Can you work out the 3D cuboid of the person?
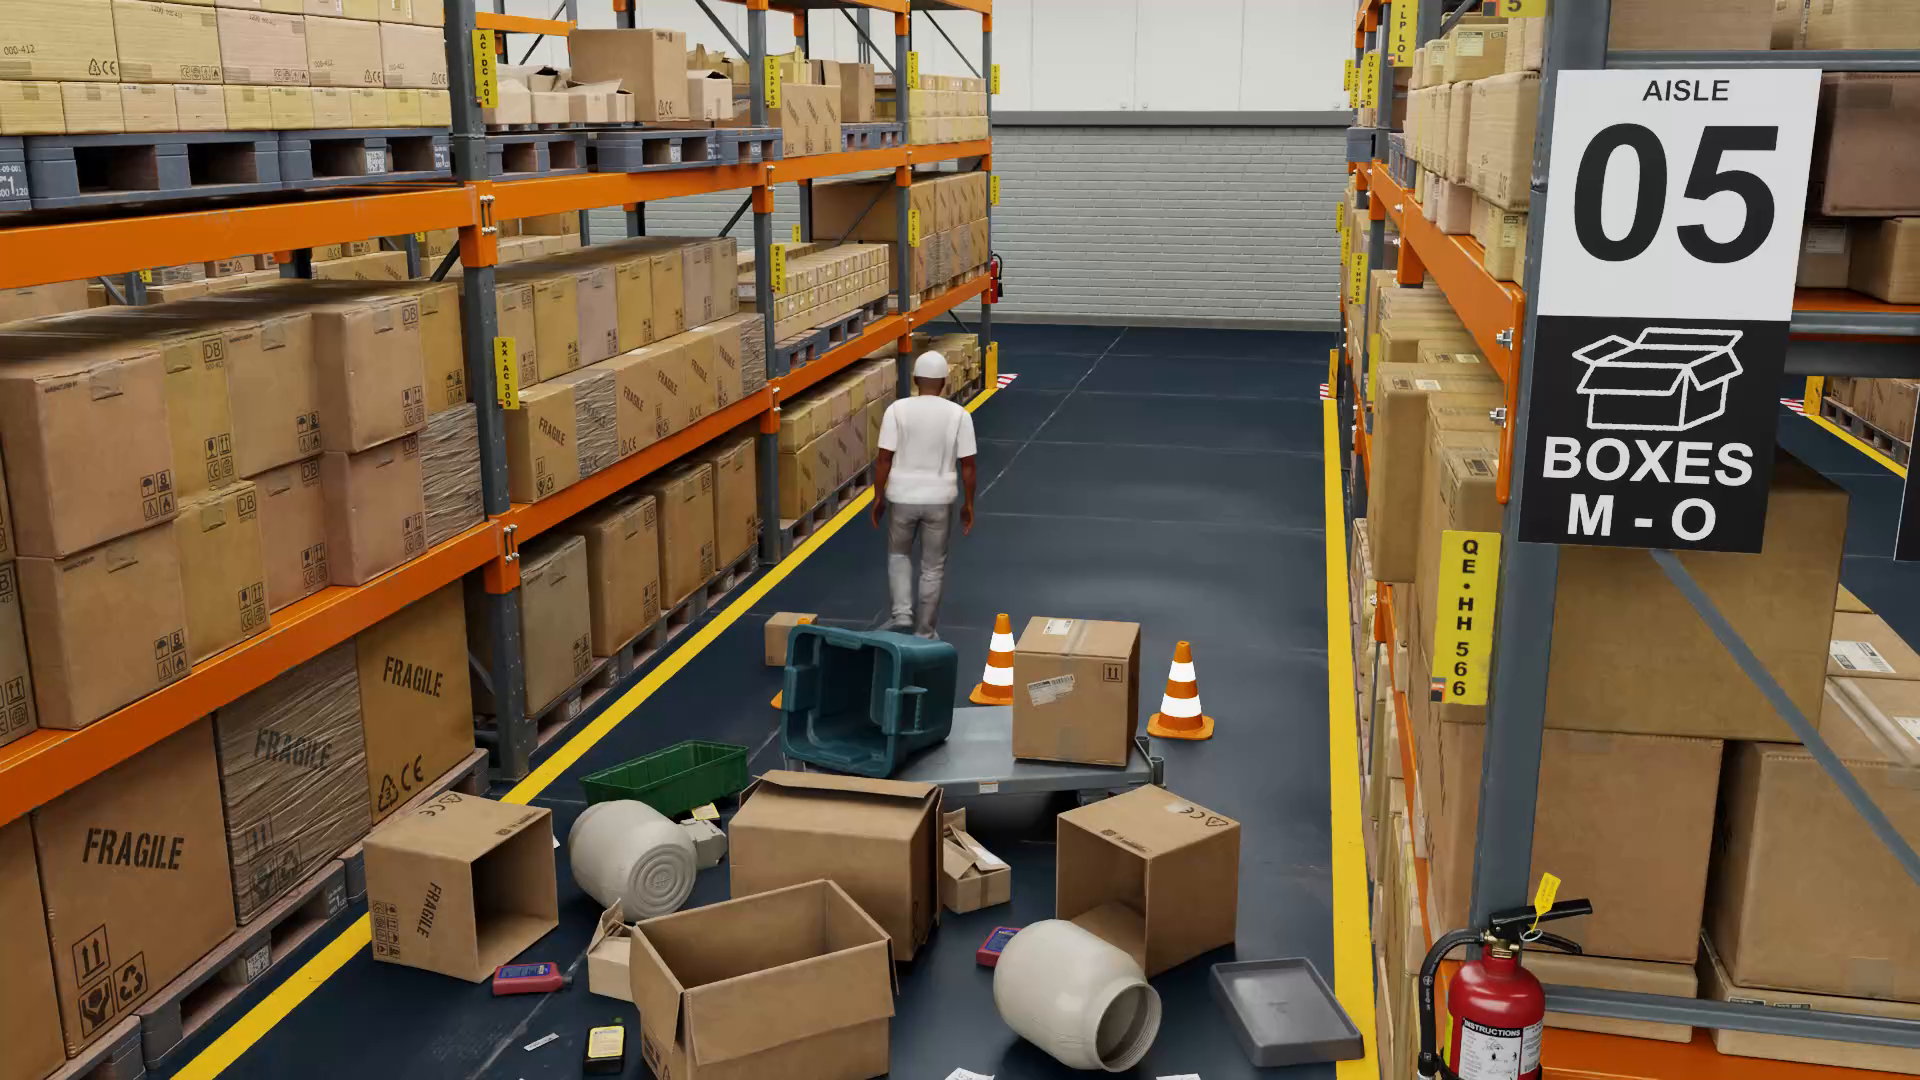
[{"bbox_3d":[-0.210,-0.223,9.774,0.616,1.754,0.495,1,15,2],"label":"person"}]
